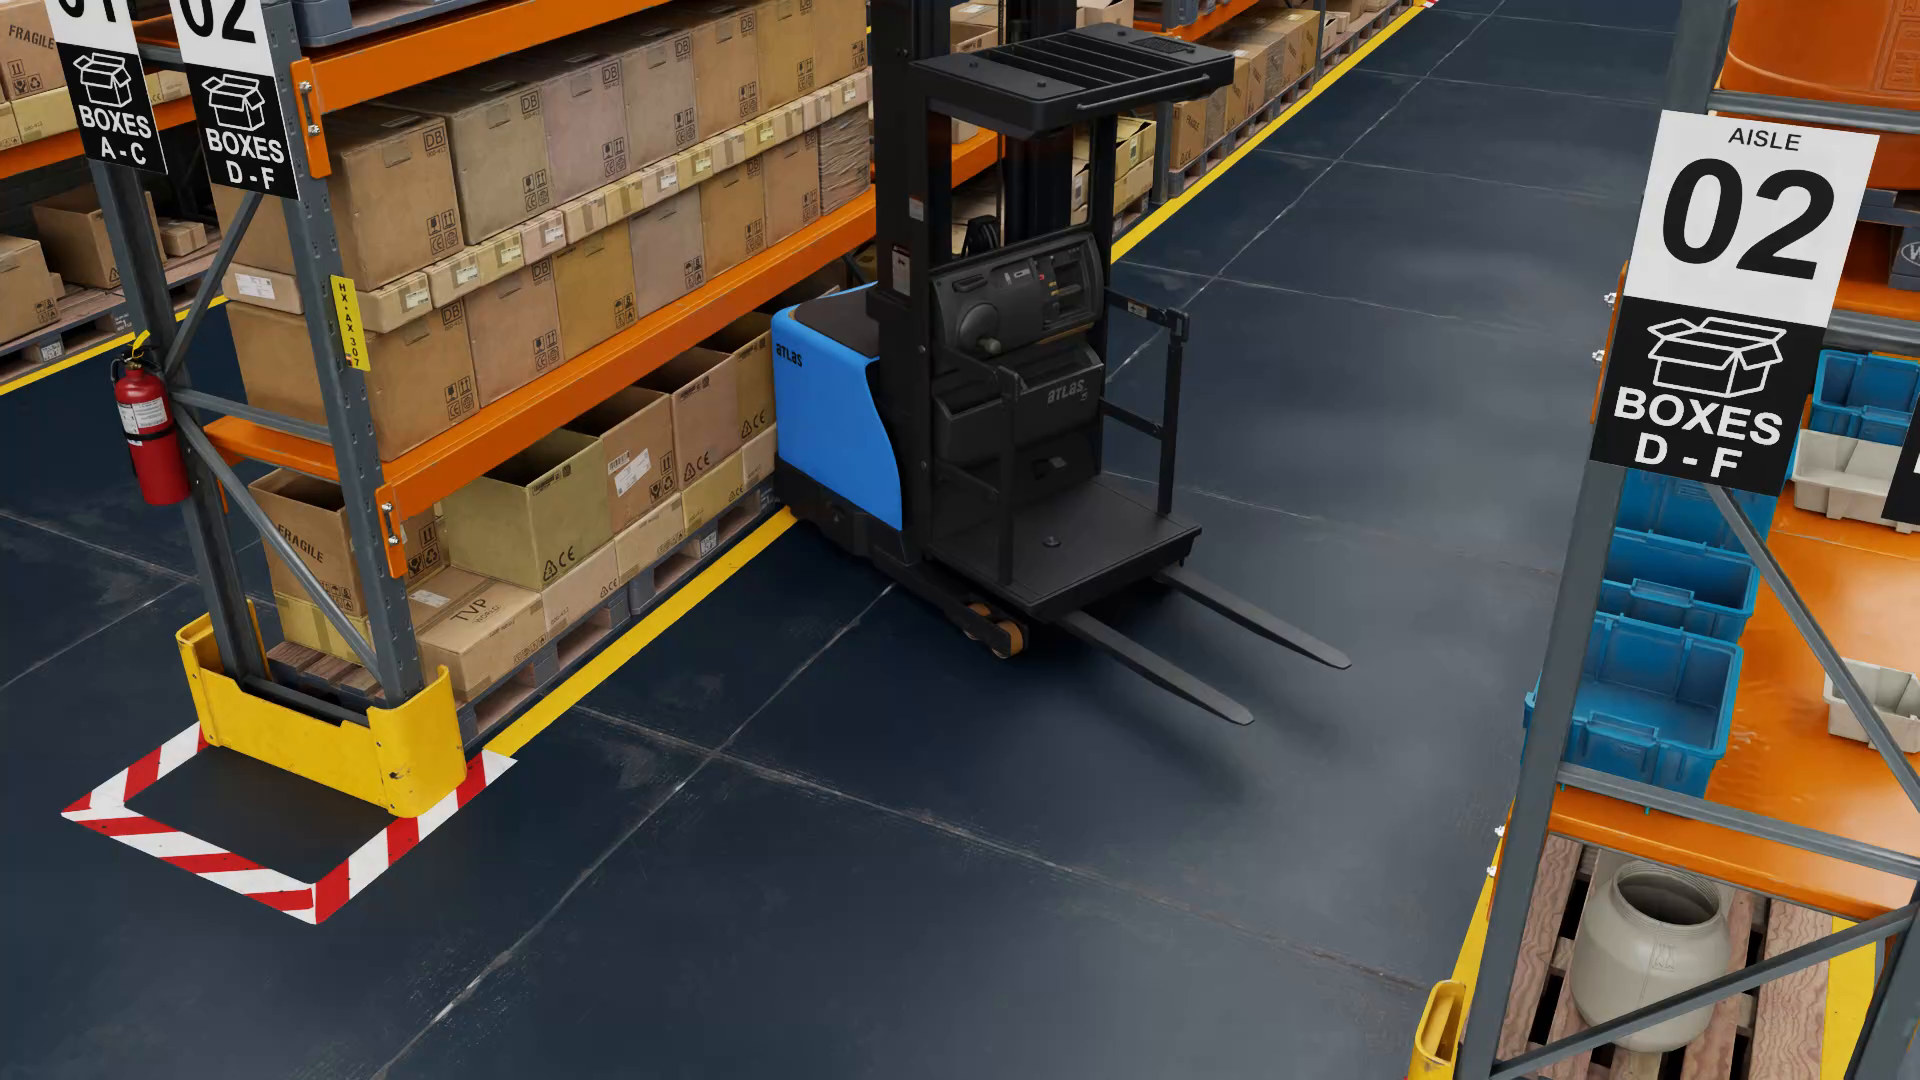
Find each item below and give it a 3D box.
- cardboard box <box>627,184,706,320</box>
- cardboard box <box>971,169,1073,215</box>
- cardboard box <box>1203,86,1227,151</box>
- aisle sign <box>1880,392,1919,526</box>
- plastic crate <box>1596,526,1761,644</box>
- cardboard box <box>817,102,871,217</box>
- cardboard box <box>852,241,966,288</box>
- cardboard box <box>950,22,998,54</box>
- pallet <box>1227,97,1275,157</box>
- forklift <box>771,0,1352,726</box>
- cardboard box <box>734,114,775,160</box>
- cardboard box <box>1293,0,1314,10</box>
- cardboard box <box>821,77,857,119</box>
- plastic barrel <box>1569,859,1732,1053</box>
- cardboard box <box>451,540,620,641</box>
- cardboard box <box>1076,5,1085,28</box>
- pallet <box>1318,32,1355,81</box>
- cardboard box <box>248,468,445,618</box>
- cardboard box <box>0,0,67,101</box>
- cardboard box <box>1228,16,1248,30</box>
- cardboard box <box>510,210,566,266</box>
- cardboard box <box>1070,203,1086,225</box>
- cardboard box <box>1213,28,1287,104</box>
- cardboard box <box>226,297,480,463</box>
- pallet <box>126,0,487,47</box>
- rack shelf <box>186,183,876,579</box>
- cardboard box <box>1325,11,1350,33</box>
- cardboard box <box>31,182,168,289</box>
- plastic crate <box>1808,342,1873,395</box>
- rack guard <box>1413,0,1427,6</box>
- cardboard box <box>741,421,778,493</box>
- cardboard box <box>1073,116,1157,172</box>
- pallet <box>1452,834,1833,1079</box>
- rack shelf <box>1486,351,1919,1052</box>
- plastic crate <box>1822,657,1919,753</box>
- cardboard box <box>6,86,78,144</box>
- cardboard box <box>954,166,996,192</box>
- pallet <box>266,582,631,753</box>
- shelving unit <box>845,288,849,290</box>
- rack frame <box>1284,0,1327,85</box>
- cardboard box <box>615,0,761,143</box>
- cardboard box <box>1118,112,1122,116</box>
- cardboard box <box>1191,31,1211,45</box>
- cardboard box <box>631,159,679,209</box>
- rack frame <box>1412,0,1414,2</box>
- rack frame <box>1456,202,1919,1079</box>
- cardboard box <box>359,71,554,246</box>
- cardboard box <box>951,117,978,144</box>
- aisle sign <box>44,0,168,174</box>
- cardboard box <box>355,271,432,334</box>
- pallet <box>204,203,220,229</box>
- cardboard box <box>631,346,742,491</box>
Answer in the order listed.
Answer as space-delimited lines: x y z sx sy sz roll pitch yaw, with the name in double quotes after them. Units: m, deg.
-1.597 -1.374 7.531 0.700 0.500 0.500 15 33 25 "cardboard box"
0.407 -2.255 10.941 0.500 0.311 0.500 15 33 25 "cardboard box"
1.816 -3.464 13.338 0.500 0.500 0.500 13 32 22 "cardboard box"
2.112 -0.344 3.226 0.394 0.787 0.004 14 33 23 "aisle sign"
2.146 0.173 5.085 0.499 0.251 0.408 14 33 23 "plastic crate"
-0.898 -2.059 8.722 0.700 0.500 0.500 13 32 22 "cardboard box"
-0.292 -1.573 9.753 0.500 0.311 0.500 14 33 23 "cardboard box"
-0.097 -2.827 10.060 0.500 0.500 0.500 17 34 27 "cardboard box"
2.051 -3.639 14.374 1.003 0.211 1.213 14 33 23 "pallet"
0.402 -1.033 7.105 1.130 2.935 3.031 -23 37 -34 "forklift"
-1.100 -1.918 7.826 0.380 0.149 0.250 14 33 23 "cardboard box"
3.291 -5.434 16.959 0.500 0.311 0.500 14 33 23 "cardboard box"
-0.749 -2.260 8.421 0.380 0.149 0.250 14 33 22 "cardboard box"
2.116 1.273 5.098 0.421 0.512 0.421 0 30 0 "plastic barrel"
-1.857 0.160 7.298 0.500 0.250 0.500 14 33 23 "cardboard box"
0.541 -3.595 11.588 0.500 0.311 0.500 14 33 23 "cardboard box"
3.256 -4.855 16.492 1.003 0.211 1.213 14 33 23 "pallet"
-2.545 -0.060 6.929 0.500 0.500 0.500 14 33 23 "cardboard box"
-5.515 -2.881 9.633 0.500 0.500 0.500 13 32 22 "cardboard box"
2.272 -4.468 15.088 0.500 0.500 0.500 15 33 24 "cardboard box"
-1.804 -1.229 6.626 0.380 0.149 0.250 14 33 23 "cardboard box"
0.634 -2.236 11.471 0.500 0.250 0.500 15 33 24 "cardboard box"
2.511 -4.143 14.521 0.500 0.500 0.500 15 33 24 "cardboard box"
-2.300 -0.687 6.335 0.700 0.500 0.500 14 33 23 "cardboard box"
-2.179 -2.010 5.815 1.003 0.211 1.213 14 33 23 "pallet"
-1.613 -1.015 7.727 1.077 0.370 4.000 14 33 23 "rack shelf"
3.711 -5.245 16.774 0.380 0.166 0.250 14 33 23 "cardboard box"
-5.551 -1.973 10.742 0.500 0.500 0.500 12 32 20 "cardboard box"
3.354 -0.858 6.794 0.767 0.338 0.504 14 33 23 "plastic crate"
4.730 -6.415 18.920 1.175 0.500 0.348 14 33 23 "rack guard"
-1.170 -0.503 8.454 0.500 0.250 0.500 14 33 23 "cardboard box"
1.101 -2.931 12.119 0.500 0.311 0.500 15 33 25 "cardboard box"
2.251 1.491 5.441 1.003 0.211 1.213 14 33 23 "pallet"
2.795 0.111 5.768 1.077 0.370 4.000 14 33 23 "rack shelf"
2.578 0.476 4.674 0.298 0.136 0.250 14 33 23 "plastic crate"
-5.509 -2.555 9.817 0.500 0.250 0.500 14 33 23 "cardboard box"
-0.079 -2.366 11.133 0.500 0.311 0.500 14 33 23 "cardboard box"
-2.213 0.421 7.305 1.003 0.211 1.213 14 33 23 "pallet"
-0.497 -0.866 8.818 0.258 0.900 0.210 12 37 27 "shelving unit"
2.943 -5.760 15.268 1.000 3.000 0.127 14 33 23 "rack frame"
-1.356 -2.175 7.622 0.700 0.500 0.500 14 33 23 "cardboard box"
1.337 -3.561 13.508 0.500 0.500 0.500 16 33 25 "cardboard box"
1.822 -4.367 14.158 0.500 0.250 0.500 14 33 22 "cardboard box"
-1.453 -1.571 7.222 0.380 0.149 0.250 15 33 24 "cardboard box"
4.765 -7.533 18.356 1.000 3.000 0.127 14 33 23 "rack frame"
1.884 0.685 4.045 1.000 3.000 0.127 14 33 23 "rack frame"
-2.041 -1.508 6.461 0.700 0.500 0.500 13 32 22 "cardboard box"
-0.116 -2.451 9.758 0.380 0.149 0.250 14 33 23 "cardboard box"
-2.815 -1.605 5.422 0.394 0.787 0.004 14 33 23 "aisle sign"
-2.154 -0.890 6.036 0.380 0.149 0.250 14 33 23 "cardboard box"
-4.760 -2.472 12.342 1.003 0.211 1.213 14 33 23 "pallet"
-1.396 -0.607 7.881 0.500 0.500 0.500 14 33 23 "cardboard box"
